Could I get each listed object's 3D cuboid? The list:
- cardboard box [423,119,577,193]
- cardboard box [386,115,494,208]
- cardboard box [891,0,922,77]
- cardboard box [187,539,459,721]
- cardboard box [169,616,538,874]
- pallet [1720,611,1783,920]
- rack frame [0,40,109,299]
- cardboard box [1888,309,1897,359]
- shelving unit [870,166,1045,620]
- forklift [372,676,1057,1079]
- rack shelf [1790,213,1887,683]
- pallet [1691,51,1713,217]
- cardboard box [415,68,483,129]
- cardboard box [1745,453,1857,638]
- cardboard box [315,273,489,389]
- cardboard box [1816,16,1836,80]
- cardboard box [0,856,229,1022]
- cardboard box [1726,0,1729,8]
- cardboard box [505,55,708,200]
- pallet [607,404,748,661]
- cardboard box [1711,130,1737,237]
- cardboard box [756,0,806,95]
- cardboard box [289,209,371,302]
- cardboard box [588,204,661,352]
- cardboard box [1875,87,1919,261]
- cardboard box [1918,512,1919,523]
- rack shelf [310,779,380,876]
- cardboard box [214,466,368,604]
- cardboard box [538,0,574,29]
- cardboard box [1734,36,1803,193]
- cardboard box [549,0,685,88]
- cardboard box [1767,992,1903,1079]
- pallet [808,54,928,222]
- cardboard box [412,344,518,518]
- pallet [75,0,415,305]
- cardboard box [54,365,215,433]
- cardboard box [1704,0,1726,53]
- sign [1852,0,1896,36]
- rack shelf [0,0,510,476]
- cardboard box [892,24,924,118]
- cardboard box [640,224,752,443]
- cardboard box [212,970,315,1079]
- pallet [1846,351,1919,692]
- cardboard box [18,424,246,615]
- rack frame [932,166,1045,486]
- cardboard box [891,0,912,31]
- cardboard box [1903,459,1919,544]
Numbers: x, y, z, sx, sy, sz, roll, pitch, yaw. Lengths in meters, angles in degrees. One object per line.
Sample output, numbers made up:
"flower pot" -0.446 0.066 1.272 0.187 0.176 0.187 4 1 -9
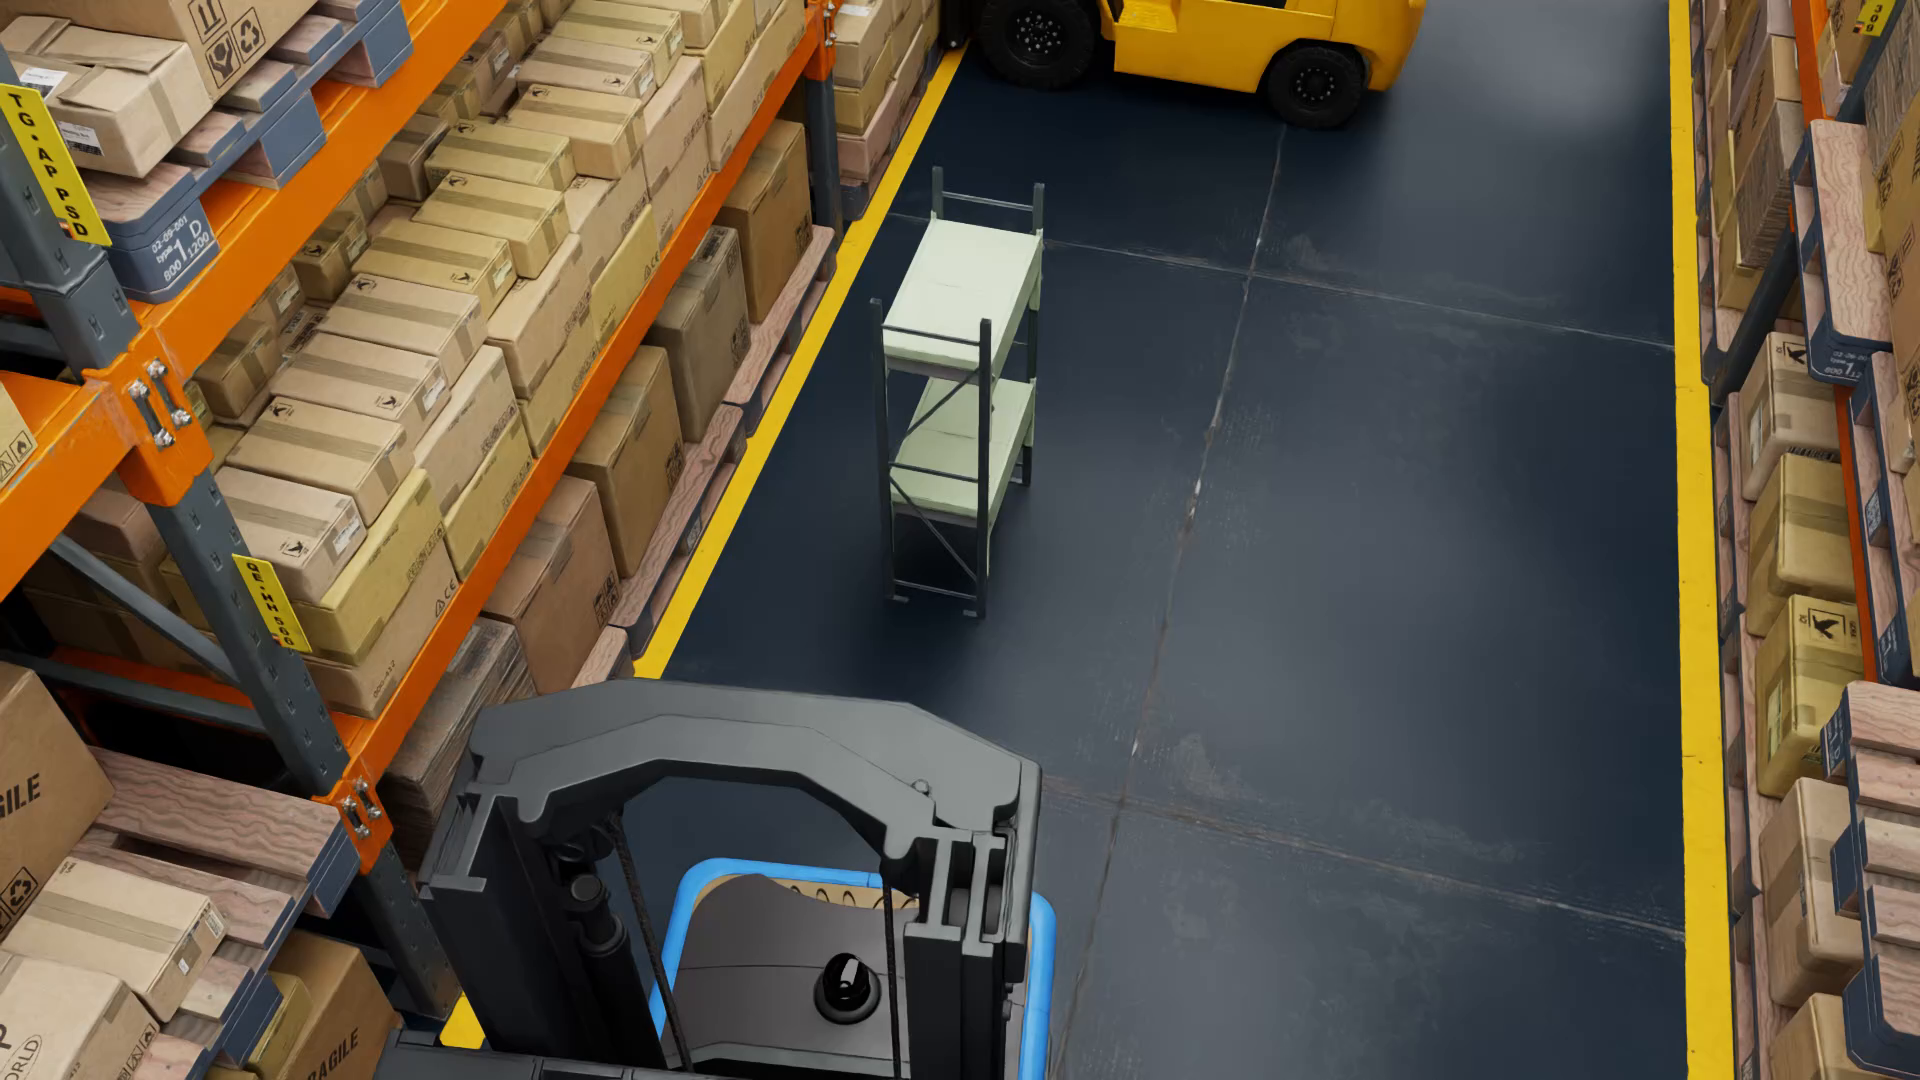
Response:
"cardboard box" -1.433 -1.158 5.191 0.380 0.149 0.250 12 50 10
"cardboard box" -1.848 -1.185 5.480 0.500 0.250 0.500 11 49 9
"cardboard box" -0.497 -2.536 8.127 0.500 0.250 0.500 11 50 10
"cardboard box" -1.753 0.182 4.607 0.500 0.250 0.500 12 50 10
"cardboard box" -1.928 0.604 5.439 0.875 0.625 0.625 13 50 11
"pallet" 3.214 0.860 5.769 1.003 0.211 1.213 12 50 10
"rack frame" -2.105 -1.580 2.061 1.000 3.000 0.127 12 50 10
"cardboard box" 3.104 -0.653 5.132 0.380 0.149 0.250 12 50 11
"shelving unit" 0.002 -0.501 6.111 0.431 1.500 0.755 12 50 10
"forklift" -0.410 1.734 3.184 1.130 2.935 3.031 5 49 4
"rack shelf" 3.211 0.173 4.995 1.077 0.370 4.000 12 50 10
"pallet" 4.199 -1.966 8.264 1.003 0.211 1.213 12 50 10
"cardboard box" -1.798 -1.430 5.431 0.380 0.149 0.250 12 50 10
"cardboard box" 3.415 0.120 6.035 0.950 0.372 0.625 14 50 12
"cardboard box" -1.569 -0.591 4.690 0.380 0.149 0.250 12 50 10
"cardboard box" 3.587 -1.903 6.515 0.380 0.149 0.250 13 50 11
"cardboard box" -1.908 0.900 3.761 0.380 0.149 0.250 12 50 11
"cardboard box" 4.172 -2.956 8.331 0.500 0.500 0.500 10 49 9
"cardboard box" -1.204 -1.456 5.720 0.500 0.250 0.500 12 50 11
"pallet" -1.528 -0.139 6.651 1.003 0.211 1.213 12 50 10
"cardboard box" 3.764 -1.608 7.641 0.500 0.250 0.500 10 49 9
"cardboard box" -0.933 -2.022 6.553 0.500 0.250 0.500 13 50 11
"cardboard box" -1.986 -0.869 4.936 0.380 0.149 0.250 11 50 10
"cardboard box" -1.349 -0.929 5.589 0.500 0.250 0.500 13 50 11
"cardboard box" 3.206 -1.137 5.126 0.500 0.500 0.500 12 50 10
"cardboard box" 2.793 -0.014 4.135 0.500 0.500 0.500 9 49 7
"rack shelf" -2.632 2.090 3.303 1.077 0.370 4.000 12 50 10
"cardboard box" -1.737 -0.015 4.182 0.380 0.149 0.250 13 50 11
"cardboard box" -1.587 -1.971 5.908 0.380 0.149 0.250 11 50 10
"cardboard box" 3.766 -1.838 7.344 0.500 0.500 0.500 12 50 11
"cardboard box" -1.165 -1.694 5.664 0.380 0.149 0.250 10 49 9
"cardboard box" 2.843 1.706 4.635 0.950 0.372 0.625 9 49 7
"pallet" -0.803 -2.132 8.410 1.003 0.211 1.213 12 50 10
"cardboard box" -1.620 -0.345 4.739 0.500 0.250 0.500 13 50 11
"pallet" -2.013 -1.033 3.706 1.213 0.211 1.003 14 50 12
"cardboard box" -2.254 -0.329 4.459 0.380 0.149 0.250 13 50 11
"cardboard box" 4.169 -2.737 8.638 0.500 0.250 0.500 13 50 11
"sign" 3.212 -1.899 5.767 0.100 0.325 0.005 12 50 10
"rack shelf" -1.579 -1.796 4.732 1.077 0.370 4.000 12 50 10
"cardboard box" -0.487 -2.372 8.316 0.500 0.250 0.500 11 49 9
"cardboard box" -1.391 -0.902 6.768 0.875 0.625 0.625 11 50 10
"cardboard box" -1.991 1.286 4.488 0.380 0.149 0.250 9 49 8
"pallet" 3.166 0.006 4.791 1.003 0.211 1.213 12 50 10
"cardboard box" -2.255 -0.090 4.514 0.500 0.250 0.500 13 50 11
"rack frame" 0.098 -0.766 6.344 0.400 1.500 0.023 12 50 10
"cardboard box" -0.478 -2.704 7.942 0.500 0.250 0.500 12 50 10
"cardboard box" 2.875 -0.094 4.638 0.380 0.149 0.250 10 49 9
